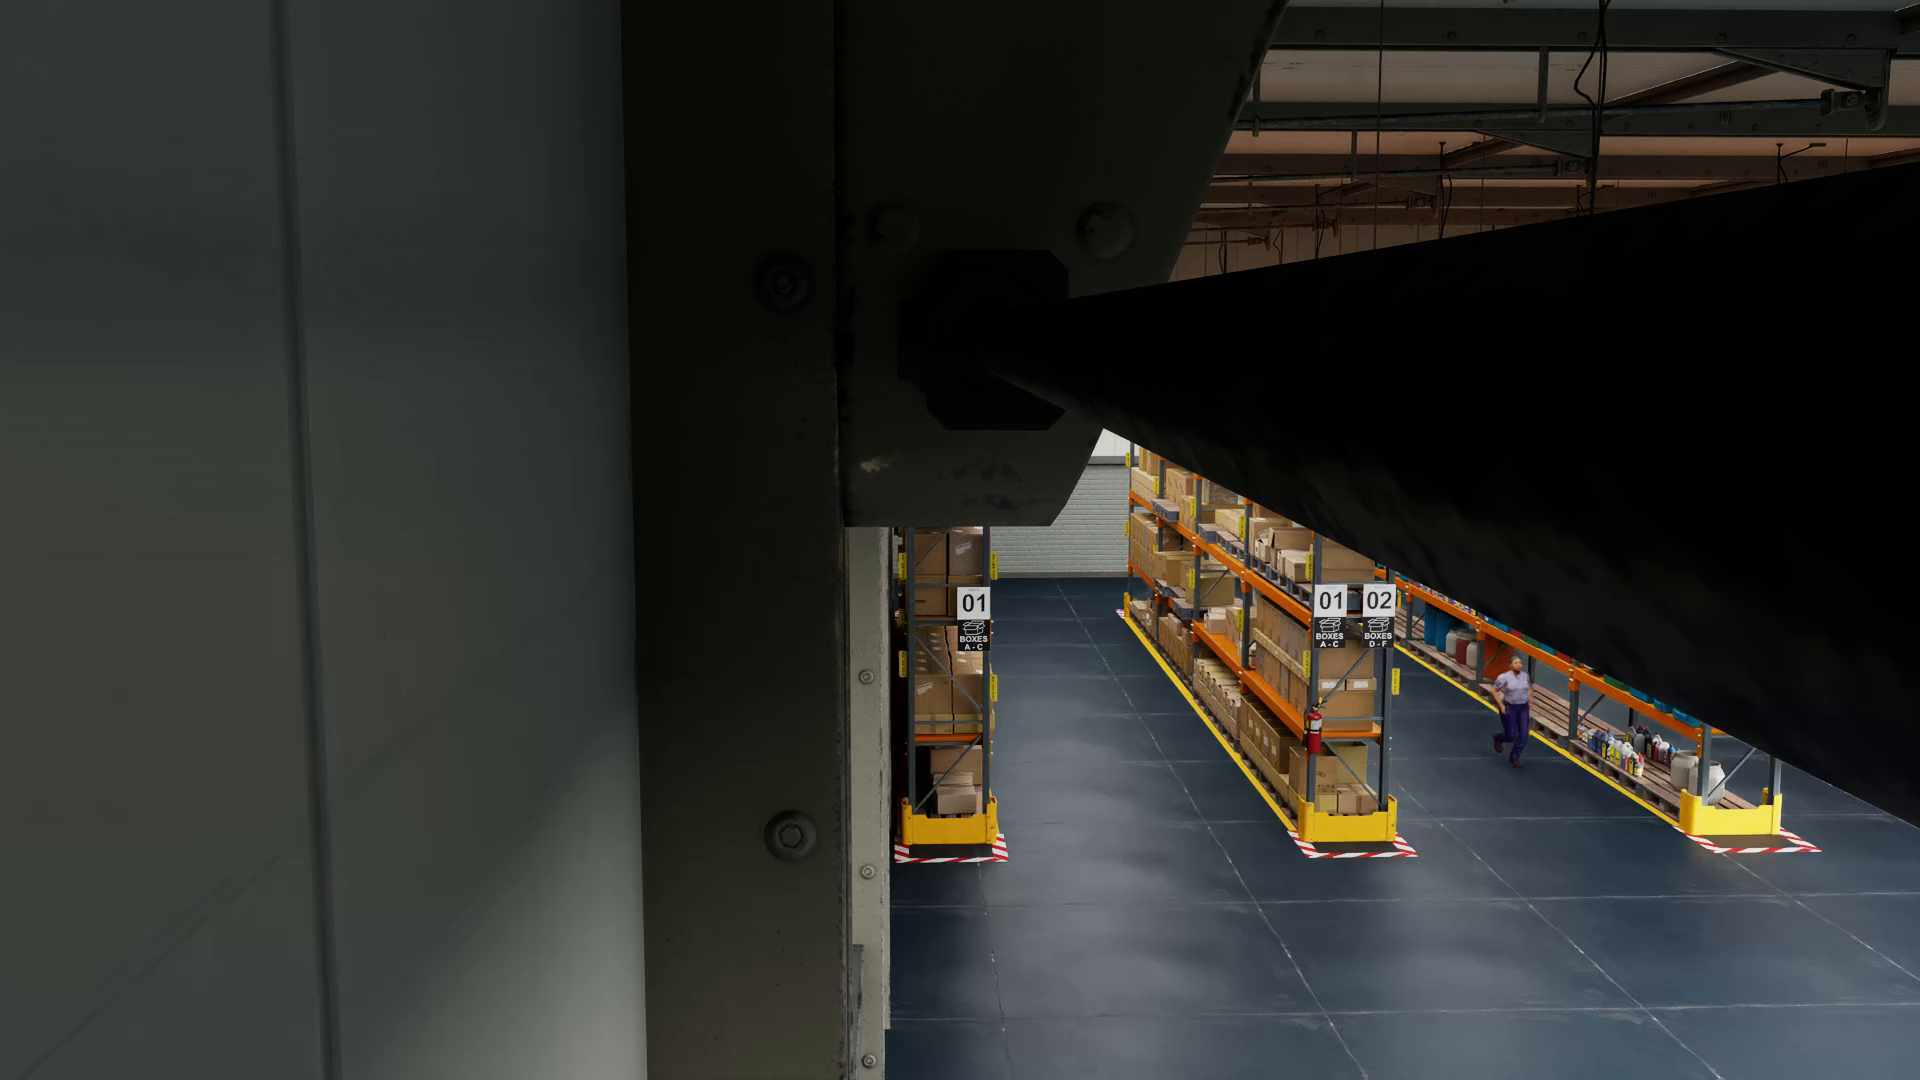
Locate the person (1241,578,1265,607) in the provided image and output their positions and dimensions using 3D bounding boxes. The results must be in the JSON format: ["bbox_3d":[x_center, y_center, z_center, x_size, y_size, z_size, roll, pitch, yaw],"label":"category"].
[{"bbox_3d":[6.183,1.014,34.813,0.672,1.775,0.889,-1,7,-9],"label":"person"}]

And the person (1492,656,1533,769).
[{"bbox_3d":[8.026,2.480,24.133,0.614,1.588,0.575,-1,7,-9],"label":"person"}]
